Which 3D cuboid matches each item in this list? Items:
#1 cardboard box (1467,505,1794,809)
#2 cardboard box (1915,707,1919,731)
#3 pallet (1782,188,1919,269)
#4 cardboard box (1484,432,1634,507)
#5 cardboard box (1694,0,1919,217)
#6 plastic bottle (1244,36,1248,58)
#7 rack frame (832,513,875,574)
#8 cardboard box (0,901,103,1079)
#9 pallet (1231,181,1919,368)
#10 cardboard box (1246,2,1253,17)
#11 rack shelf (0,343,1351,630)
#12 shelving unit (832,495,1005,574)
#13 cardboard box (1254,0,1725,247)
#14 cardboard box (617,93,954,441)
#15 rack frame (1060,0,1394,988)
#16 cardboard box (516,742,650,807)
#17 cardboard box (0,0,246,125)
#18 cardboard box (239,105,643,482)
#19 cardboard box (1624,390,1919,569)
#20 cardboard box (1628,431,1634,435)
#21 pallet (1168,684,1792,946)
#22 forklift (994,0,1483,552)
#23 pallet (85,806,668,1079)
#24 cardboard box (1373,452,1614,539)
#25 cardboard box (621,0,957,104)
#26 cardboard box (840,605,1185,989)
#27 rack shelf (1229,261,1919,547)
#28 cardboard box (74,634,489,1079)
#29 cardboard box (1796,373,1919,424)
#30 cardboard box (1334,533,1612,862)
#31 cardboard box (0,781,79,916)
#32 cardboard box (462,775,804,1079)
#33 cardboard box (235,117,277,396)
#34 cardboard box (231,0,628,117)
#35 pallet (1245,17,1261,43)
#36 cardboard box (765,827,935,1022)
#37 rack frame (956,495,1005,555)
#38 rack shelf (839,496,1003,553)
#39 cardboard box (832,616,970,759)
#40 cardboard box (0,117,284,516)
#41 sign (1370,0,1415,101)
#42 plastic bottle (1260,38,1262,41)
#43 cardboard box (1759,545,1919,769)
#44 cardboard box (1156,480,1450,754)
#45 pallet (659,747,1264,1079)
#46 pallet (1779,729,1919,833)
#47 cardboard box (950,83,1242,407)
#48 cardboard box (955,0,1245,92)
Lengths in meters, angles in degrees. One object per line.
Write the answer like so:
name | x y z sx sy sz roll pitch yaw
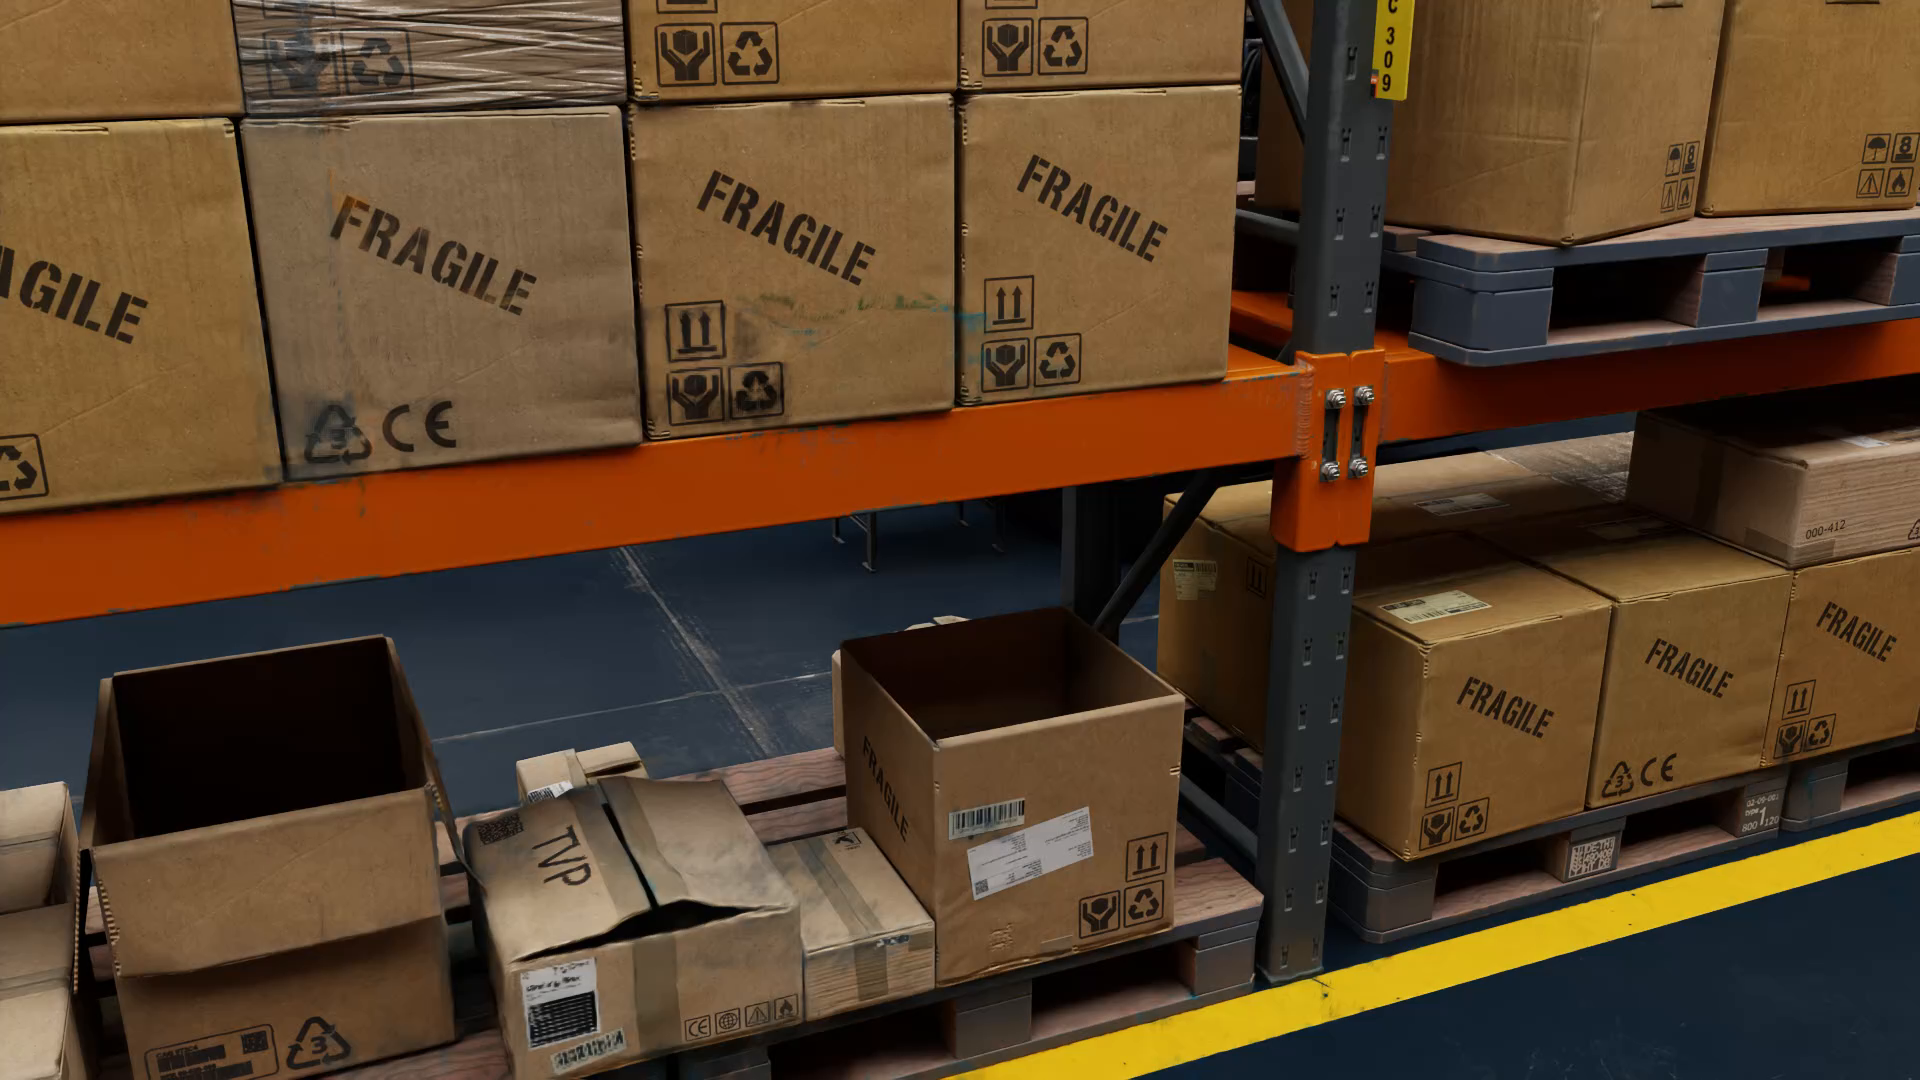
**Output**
cardboard box | 1.525 0.253 3.889 0.500 0.500 0.500 -8 21 -21
cardboard box | 2.451 0.123 4.258 0.500 0.500 0.500 -9 21 -24
pallet | 2.388 -0.834 4.164 1.213 0.211 1.003 -8 21 -22
cardboard box | 1.757 0.035 4.508 0.500 0.500 0.500 -8 21 -21
cardboard box | 1.629 -1.005 3.577 0.500 0.500 0.700 -5 20 -13
plastic bottle | 1.571 -2.667 9.274 0.097 0.271 0.097 0 19 0
rack frame | -0.376 -0.937 5.520 0.015 2.100 0.400 -8 21 -22
cardboard box | -1.644 0.843 2.589 0.500 0.250 0.500 -8 21 -22
pallet | 1.276 -0.637 3.604 1.213 0.211 1.003 -8 21 -22
cardboard box | 2.369 -4.720 14.124 0.637 0.503 0.797 -6 20 -16
rack shelf | -1.337 -0.054 2.741 4.000 0.370 1.077 -8 21 -22
shelving unit | -0.152 -0.969 5.611 0.503 2.100 0.431 -8 21 -22
cardboard box | 1.023 -0.895 3.265 0.500 0.500 0.700 -17 26 -40
cardboard box | -0.331 -0.491 2.749 0.500 0.500 0.500 -8 21 -20
rack frame | 0.499 -0.656 3.368 0.127 3.000 1.000 -8 21 -22
cardboard box | -0.762 0.579 3.465 0.250 0.166 0.380 -8 21 -22
cardboard box | -1.257 -0.829 2.204 0.500 0.500 0.500 -8 21 -22
cardboard box | -0.802 -0.423 2.555 0.500 0.500 0.500 -8 21 -21
cardboard box | 1.958 -0.159 3.929 0.500 0.250 0.500 -8 21 -22
cardboard box | 2.223 -0.033 4.699 0.500 0.500 0.500 -9 21 -24
pallet | 1.231 0.541 4.168 1.213 0.211 1.003 -8 21 -22
forklift | 1.527 -1.675 6.365 3.031 2.935 1.130 -11 22 -28
pallet | -1.254 0.911 3.116 1.213 0.211 1.003 -8 21 -22
cardboard box | 1.296 0.101 4.321 0.500 0.500 0.500 -8 21 -22
cardboard box | -0.332 -0.961 2.579 0.500 0.500 0.500 -9 21 -23
cardboard box | 0.088 0.477 3.252 0.500 0.500 0.500 -8 21 -22
rack shelf | 2.335 -0.580 4.235 4.000 0.370 1.077 -8 21 -22
cardboard box | -1.224 0.563 3.004 0.637 0.503 0.797 -8 21 -22
cardboard box | 2.418 -0.225 4.117 0.500 0.250 0.500 -9 21 -23
cardboard box | 1.040 0.326 3.680 0.500 0.500 0.500 -9 21 -24
cardboard box | -1.888 0.697 3.003 0.500 0.250 0.500 -8 21 -22
cardboard box | -0.600 0.665 3.003 0.500 0.311 0.500 -8 21 -22
cardboard box | -1.472 -0.518 2.827 0.500 0.500 0.500 -8 21 -23
cardboard box | -0.795 -0.895 2.391 0.500 0.500 0.500 -8 21 -21
pallet | 2.053 -4.386 14.251 1.213 0.211 1.003 -8 21 -22
cardboard box | -0.232 0.710 3.118 0.250 0.149 0.380 -8 21 -22
rack frame | 0.072 -1.001 5.703 0.015 2.100 0.400 -8 21 -22
rack shelf | -0.152 -0.295 5.848 0.480 0.518 0.431 -8 21 -22
cardboard box | 0.028 0.394 3.772 0.500 0.311 0.500 -8 21 -22
cardboard box | -1.269 -0.355 2.362 0.500 0.500 0.500 -8 21 -21
sign | 0.721 -0.900 2.758 0.005 0.325 0.100 -8 21 -22
plastic bottle | 1.688 -2.676 9.293 0.135 0.276 0.152 -8 21 -22
cardboard box | 1.987 0.189 4.069 0.500 0.500 0.500 -8 21 -21
cardboard box | 0.839 0.163 4.143 0.500 0.500 0.500 -8 21 -22
pallet | -0.132 0.750 3.576 1.213 0.211 1.003 -8 21 -22
pallet | 2.353 0.379 4.628 1.213 0.211 1.003 -8 21 -22
cardboard box | 0.142 -0.559 2.943 0.500 0.500 0.500 -8 21 -21
cardboard box | 0.137 -1.029 2.773 0.500 0.500 0.500 -8 21 -22
